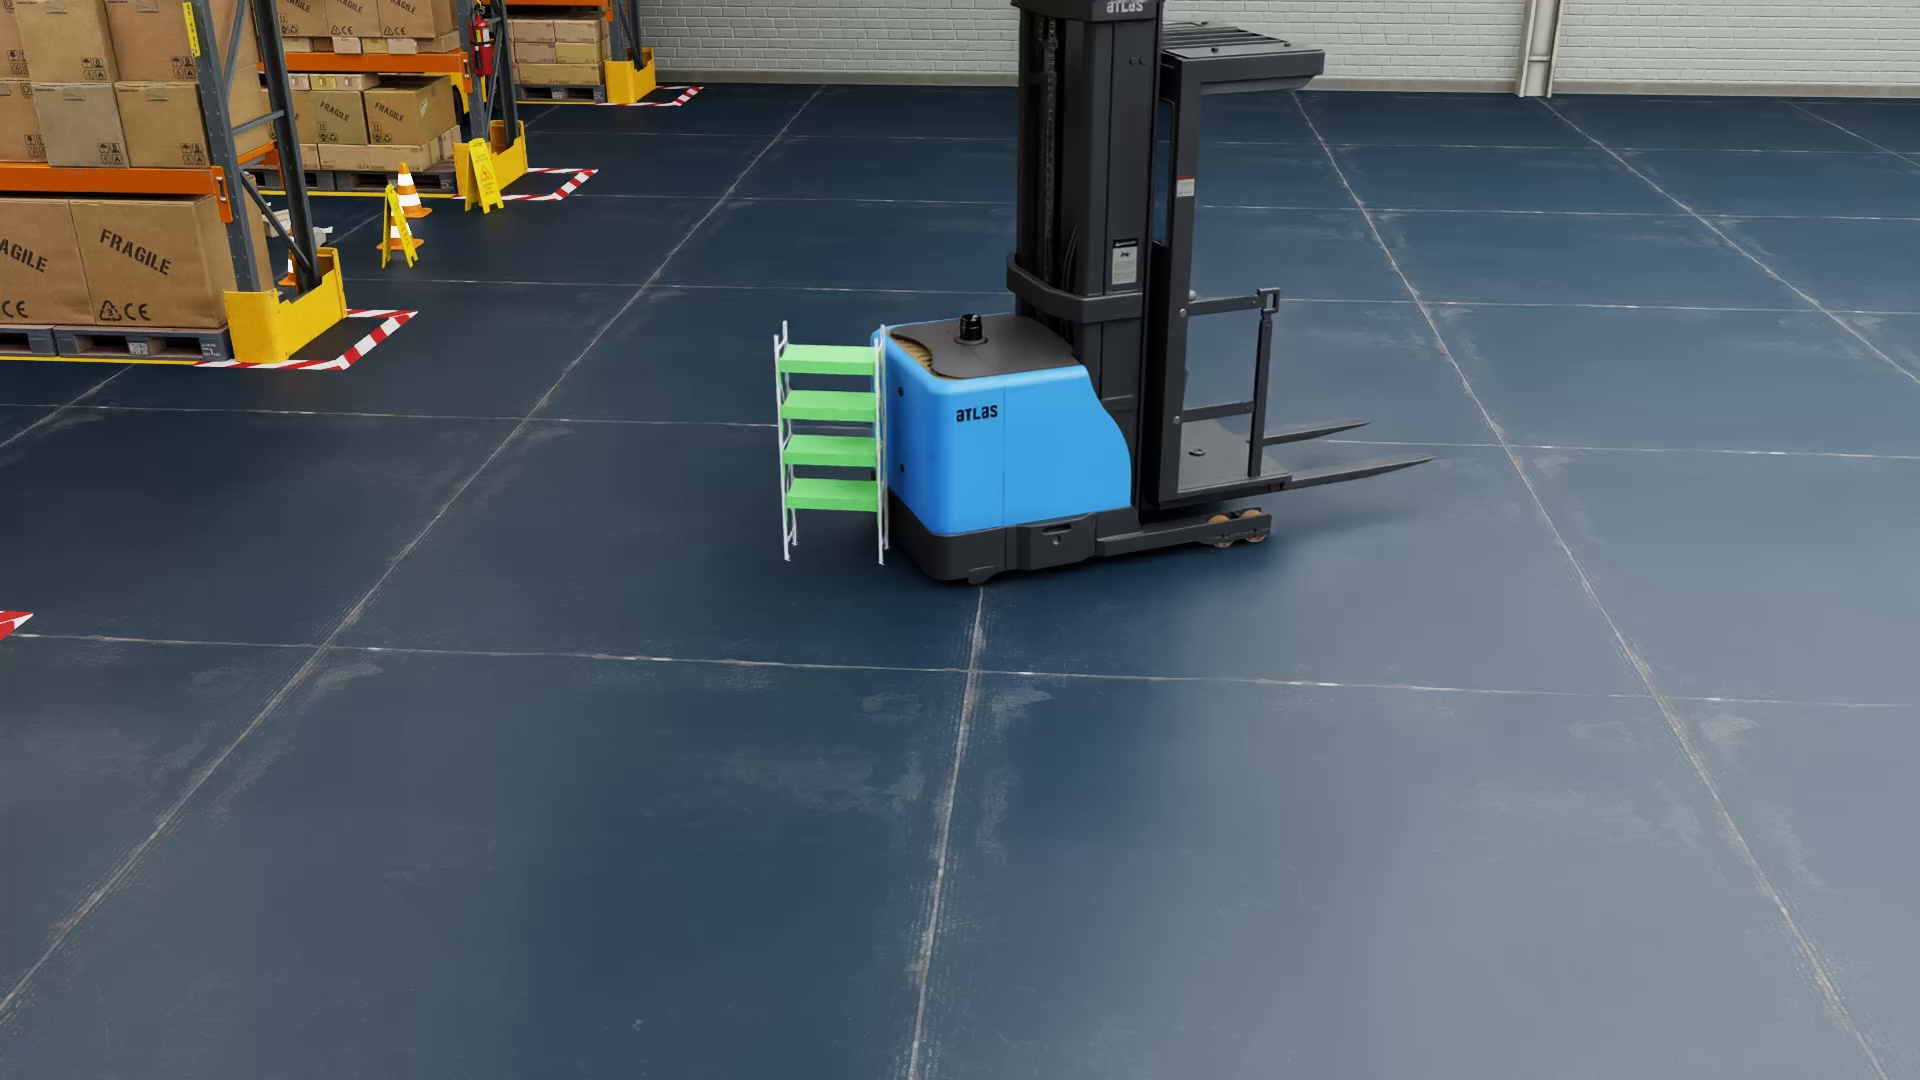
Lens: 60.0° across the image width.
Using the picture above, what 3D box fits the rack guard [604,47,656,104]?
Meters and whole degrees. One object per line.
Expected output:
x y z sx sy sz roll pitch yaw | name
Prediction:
-4.116 -5.814 20.788 0.348 0.500 1.175 2 25 4 | rack guard

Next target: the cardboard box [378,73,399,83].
-5.844 -4.321 16.441 0.500 0.500 0.500 1 25 2 | cardboard box

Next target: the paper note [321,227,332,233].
-5.611 -2.734 14.654 0.142 0.019 0.148 -7 26 -14 | paper note

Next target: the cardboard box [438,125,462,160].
-5.299 -3.964 16.564 0.500 0.250 0.500 2 25 4 | cardboard box

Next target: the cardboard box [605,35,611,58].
-4.592 -6.221 20.870 0.500 0.250 0.500 2 25 5 | cardboard box

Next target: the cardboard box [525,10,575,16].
-5.103 -6.455 20.781 0.500 0.250 0.500 2 25 4 | cardboard box

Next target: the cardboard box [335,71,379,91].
-5.706 -4.359 15.750 0.250 0.149 0.380 3 25 6 | cardboard box

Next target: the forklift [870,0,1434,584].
1.095 -1.486 8.474 3.031 2.935 1.130 -9 26 -19 | forklift

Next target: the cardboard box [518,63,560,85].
-5.127 -5.796 20.544 0.500 0.250 0.500 2 25 4 | cardboard box

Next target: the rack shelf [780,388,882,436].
-0.634 -0.637 8.279 0.480 0.148 0.258 2 25 5 | rack shelf

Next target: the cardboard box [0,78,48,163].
-6.266 -2.955 11.405 0.550 0.550 0.875 2 25 4 | cardboard box

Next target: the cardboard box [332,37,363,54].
-5.679 -4.665 15.600 0.250 0.149 0.380 2 25 5 | cardboard box

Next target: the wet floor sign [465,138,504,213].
-4.408 -3.360 15.281 0.232 0.644 0.267 11 27 22 | wet floor sign

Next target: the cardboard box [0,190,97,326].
-6.353 -2.062 11.683 0.875 0.875 0.875 1 25 3 | cardboard box

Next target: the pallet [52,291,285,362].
-5.597 -1.542 11.848 1.213 0.211 1.003 2 25 4 | pallet

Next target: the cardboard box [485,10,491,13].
-6.111 -6.495 20.868 0.500 0.250 0.500 1 25 3 | cardboard box

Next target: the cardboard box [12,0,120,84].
-5.716 -3.381 11.039 0.550 0.550 0.875 2 25 4 | cardboard box

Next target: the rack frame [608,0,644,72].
-4.140 -6.951 20.267 0.127 3.000 1.000 2 25 4 | rack frame

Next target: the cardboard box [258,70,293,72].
-8.649 -6.203 20.980 0.625 0.625 0.875 3 25 6 | cardboard box

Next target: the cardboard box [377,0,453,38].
-5.078 -4.965 15.476 0.500 0.500 0.500 1 25 3 | cardboard box

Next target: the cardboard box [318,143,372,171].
-5.858 -3.757 16.114 0.500 0.250 0.500 2 25 4 | cardboard box

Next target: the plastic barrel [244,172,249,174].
-6.691 -3.146 15.082 0.421 0.421 0.512 22 33 39 | plastic barrel

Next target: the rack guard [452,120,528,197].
-4.592 -3.749 16.299 0.348 0.500 1.175 2 25 4 | rack guard

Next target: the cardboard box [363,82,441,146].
-5.335 -4.081 15.921 0.500 0.500 0.500 2 25 4 | cardboard box

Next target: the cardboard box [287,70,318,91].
-6.219 -4.378 15.790 0.250 0.149 0.380 3 25 6 | cardboard box

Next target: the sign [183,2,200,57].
-4.849 -3.223 10.498 0.005 0.325 0.100 2 25 4 | sign

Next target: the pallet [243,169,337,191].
-6.612 -3.698 16.535 1.213 0.211 1.003 2 25 4 | pallet

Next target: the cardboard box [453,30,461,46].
-4.839 -4.865 16.034 0.250 0.149 0.380 2 25 4 | cardboard box

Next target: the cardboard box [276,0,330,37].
-6.076 -5.000 15.553 0.500 0.500 0.500 2 25 4 | cardboard box

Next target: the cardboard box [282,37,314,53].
-6.186 -4.702 15.681 0.250 0.149 0.380 2 25 3 | cardboard box

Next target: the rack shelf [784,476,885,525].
-0.634 -0.201 8.479 0.480 0.148 0.258 2 25 5 | rack shelf

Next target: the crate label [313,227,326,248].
-5.578 -2.583 14.200 0.298 0.136 0.250 -11 27 -23 | crate label

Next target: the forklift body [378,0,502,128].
-6.170 -5.865 18.924 1.214 2.155 2.313 2 25 4 | forklift body

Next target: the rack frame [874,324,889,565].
-0.392 -0.467 8.330 0.015 1.200 0.240 2 25 5 | rack frame

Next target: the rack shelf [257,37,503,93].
-6.510 -4.619 16.060 4.000 0.370 1.077 2 25 4 | rack shelf

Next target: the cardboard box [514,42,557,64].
-5.148 -6.025 20.445 0.500 0.250 0.500 2 25 3 | cardboard box

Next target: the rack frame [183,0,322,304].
-4.794 -2.815 11.280 0.127 3.000 1.000 2 25 4 | rack frame

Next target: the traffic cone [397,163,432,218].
-5.043 -3.205 15.163 0.334 0.463 0.336 2 25 4 | traffic cone

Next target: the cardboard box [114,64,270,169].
-5.167 -2.877 11.234 0.550 0.550 0.875 2 25 4 | cardboard box

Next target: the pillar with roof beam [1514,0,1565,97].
6.870 -7.896 15.144 0.400 9.000 9.100 2 25 4 | pillar with roof beam

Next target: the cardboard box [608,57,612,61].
-4.614 -5.990 20.965 0.500 0.250 0.500 2 25 4 | cardboard box

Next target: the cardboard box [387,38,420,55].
-5.166 -4.652 15.573 0.250 0.149 0.380 2 25 3 | cardboard box

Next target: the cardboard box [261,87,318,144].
-6.358 -4.115 15.995 0.500 0.500 0.500 1 25 3 | cardboard box

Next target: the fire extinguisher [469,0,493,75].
-4.437 -4.651 15.362 0.183 0.674 0.296 2 25 4 | fire extinguisher

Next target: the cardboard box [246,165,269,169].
-6.874 -3.792 16.189 0.500 0.250 0.500 2 25 3 | cardboard box

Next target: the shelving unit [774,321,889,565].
-0.634 -0.477 8.352 0.503 1.200 0.258 2 25 5 | shelving unit

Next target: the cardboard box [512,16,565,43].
-5.132 -6.245 20.325 0.500 0.250 0.500 2 25 5 | cardboard box
